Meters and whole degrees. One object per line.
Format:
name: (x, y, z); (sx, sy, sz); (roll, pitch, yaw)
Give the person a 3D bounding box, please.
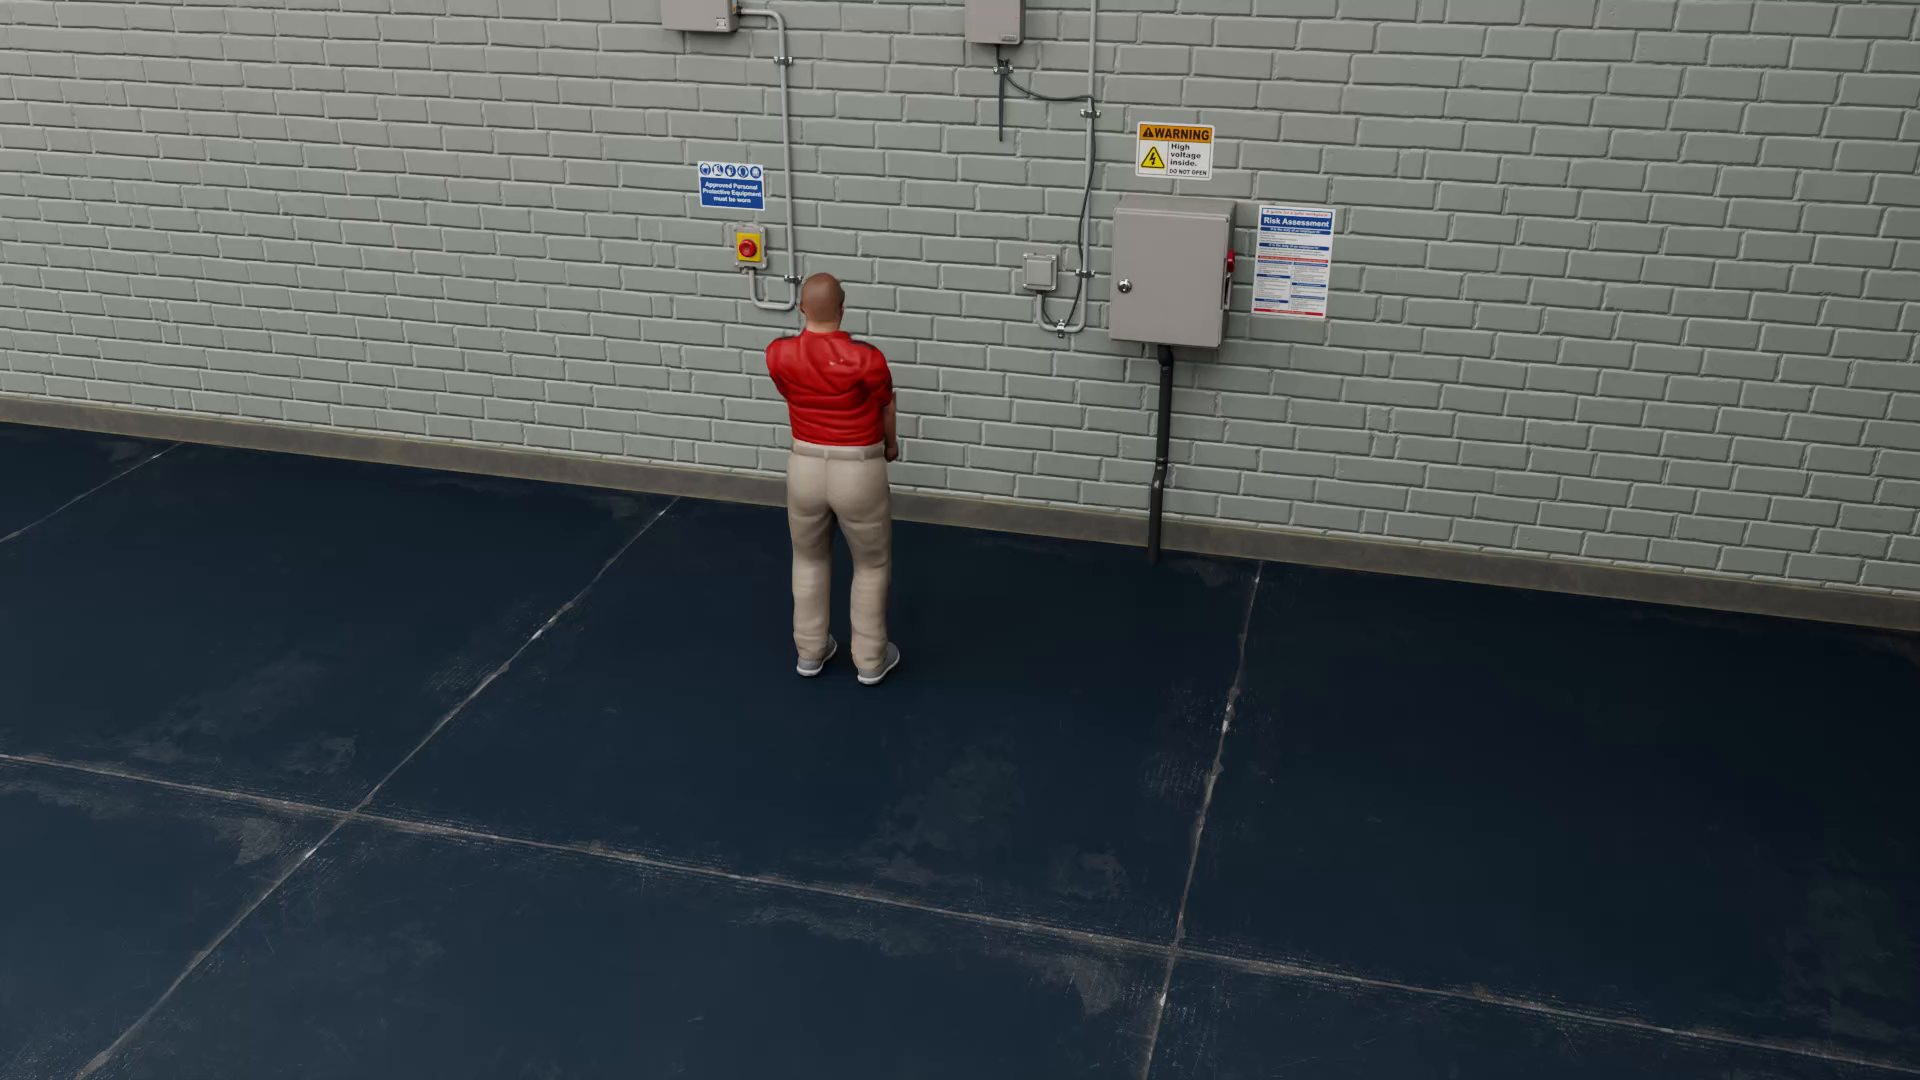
person: (-0.479, -0.275, 6.727); (0.490, 1.722, 0.540); (6, 26, 13)
